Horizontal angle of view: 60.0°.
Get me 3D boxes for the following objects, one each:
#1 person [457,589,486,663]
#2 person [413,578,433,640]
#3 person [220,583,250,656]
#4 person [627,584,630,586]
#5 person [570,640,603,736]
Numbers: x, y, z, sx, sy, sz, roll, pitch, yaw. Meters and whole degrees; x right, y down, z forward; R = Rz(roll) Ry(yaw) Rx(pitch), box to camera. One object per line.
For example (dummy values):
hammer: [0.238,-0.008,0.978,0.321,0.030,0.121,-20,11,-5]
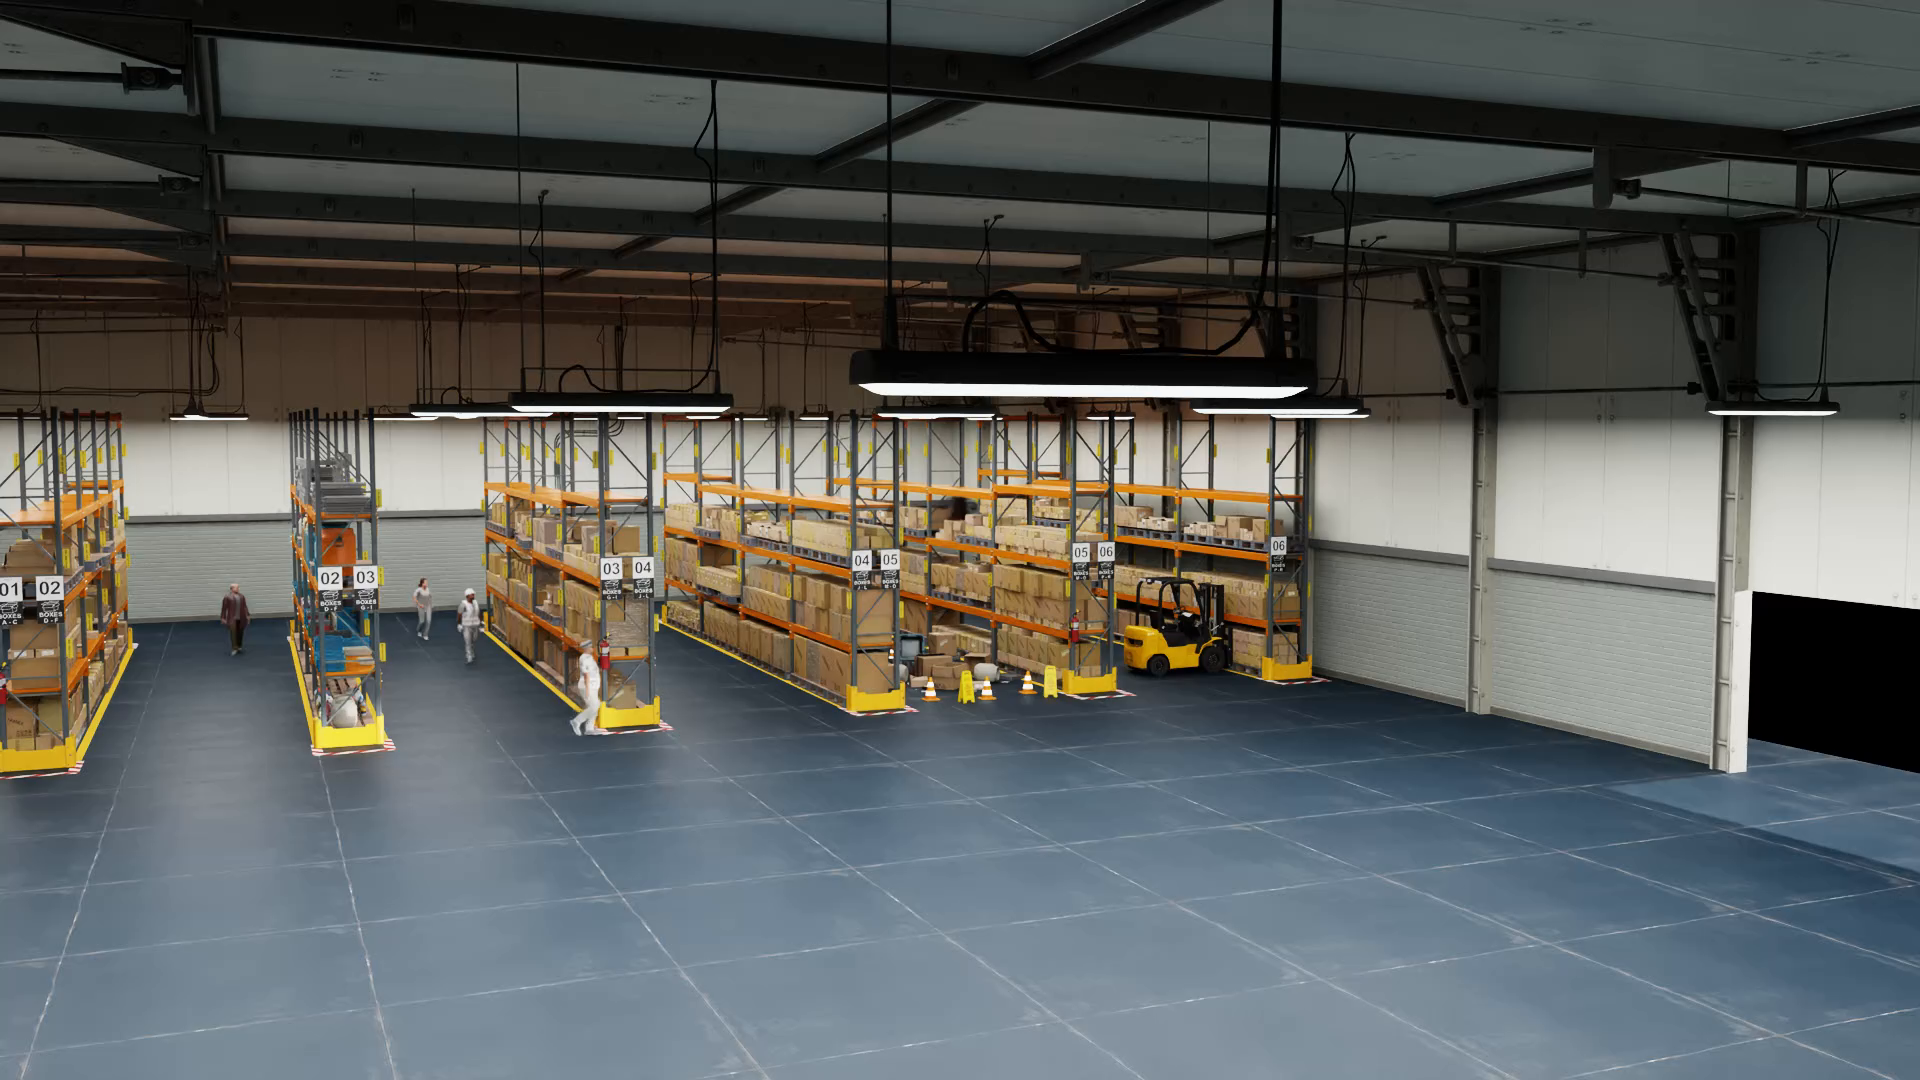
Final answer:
person: [-11.717,2.035,39.908,0.656,1.732,1.032,-2,5,-27]
person: [-14.266,1.825,44.172,0.541,1.643,0.546,-2,5,-29]
person: [-17.940,1.947,41.187,0.686,1.748,1.007,-2,5,-32]
person: [-8.607,1.779,43.693,0.647,1.754,0.588,-1,4,-14]
person: [-6.825,2.702,30.414,0.529,1.750,0.591,0,4,3]
